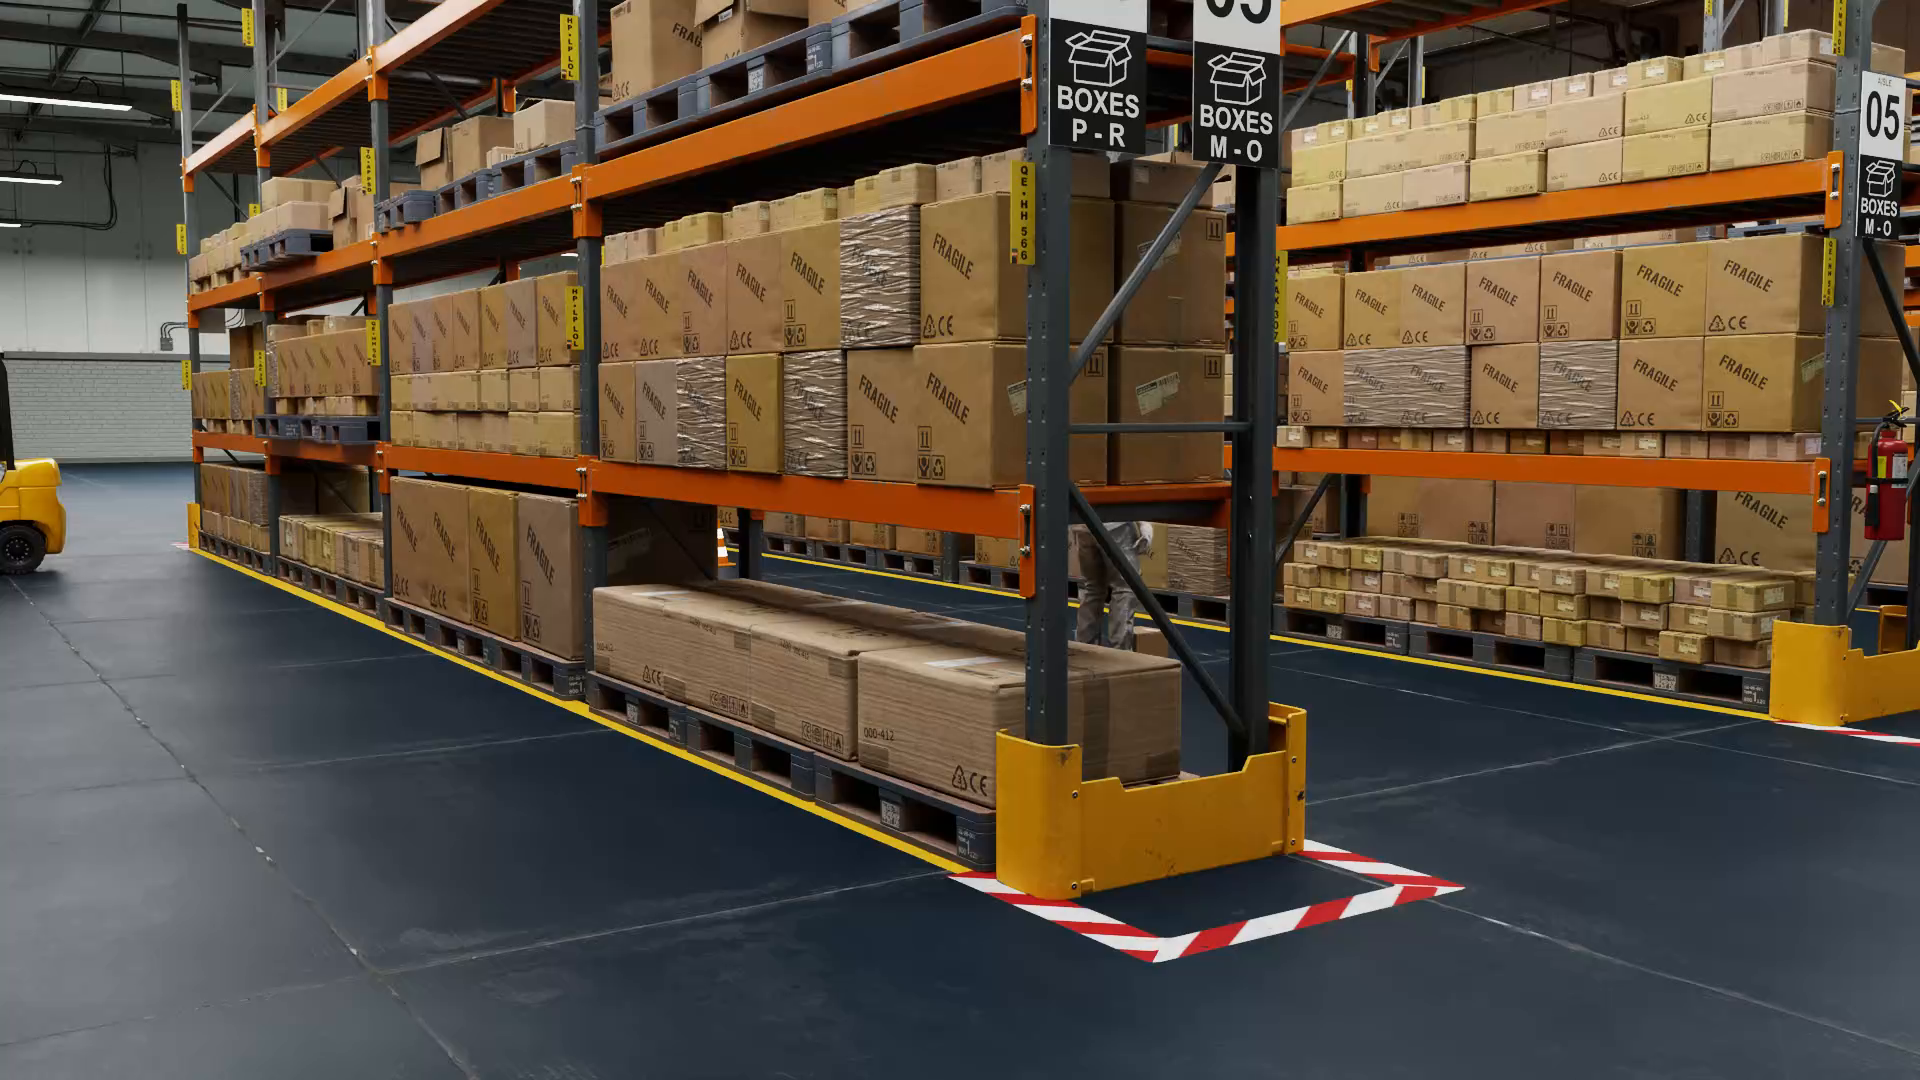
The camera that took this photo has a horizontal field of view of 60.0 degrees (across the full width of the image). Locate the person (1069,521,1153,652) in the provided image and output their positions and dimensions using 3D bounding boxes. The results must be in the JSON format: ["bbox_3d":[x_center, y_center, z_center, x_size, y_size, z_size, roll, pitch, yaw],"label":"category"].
[{"bbox_3d":[0.873,-0.086,9.767,0.447,1.775,0.628,-3,6,-37],"label":"person"}]
